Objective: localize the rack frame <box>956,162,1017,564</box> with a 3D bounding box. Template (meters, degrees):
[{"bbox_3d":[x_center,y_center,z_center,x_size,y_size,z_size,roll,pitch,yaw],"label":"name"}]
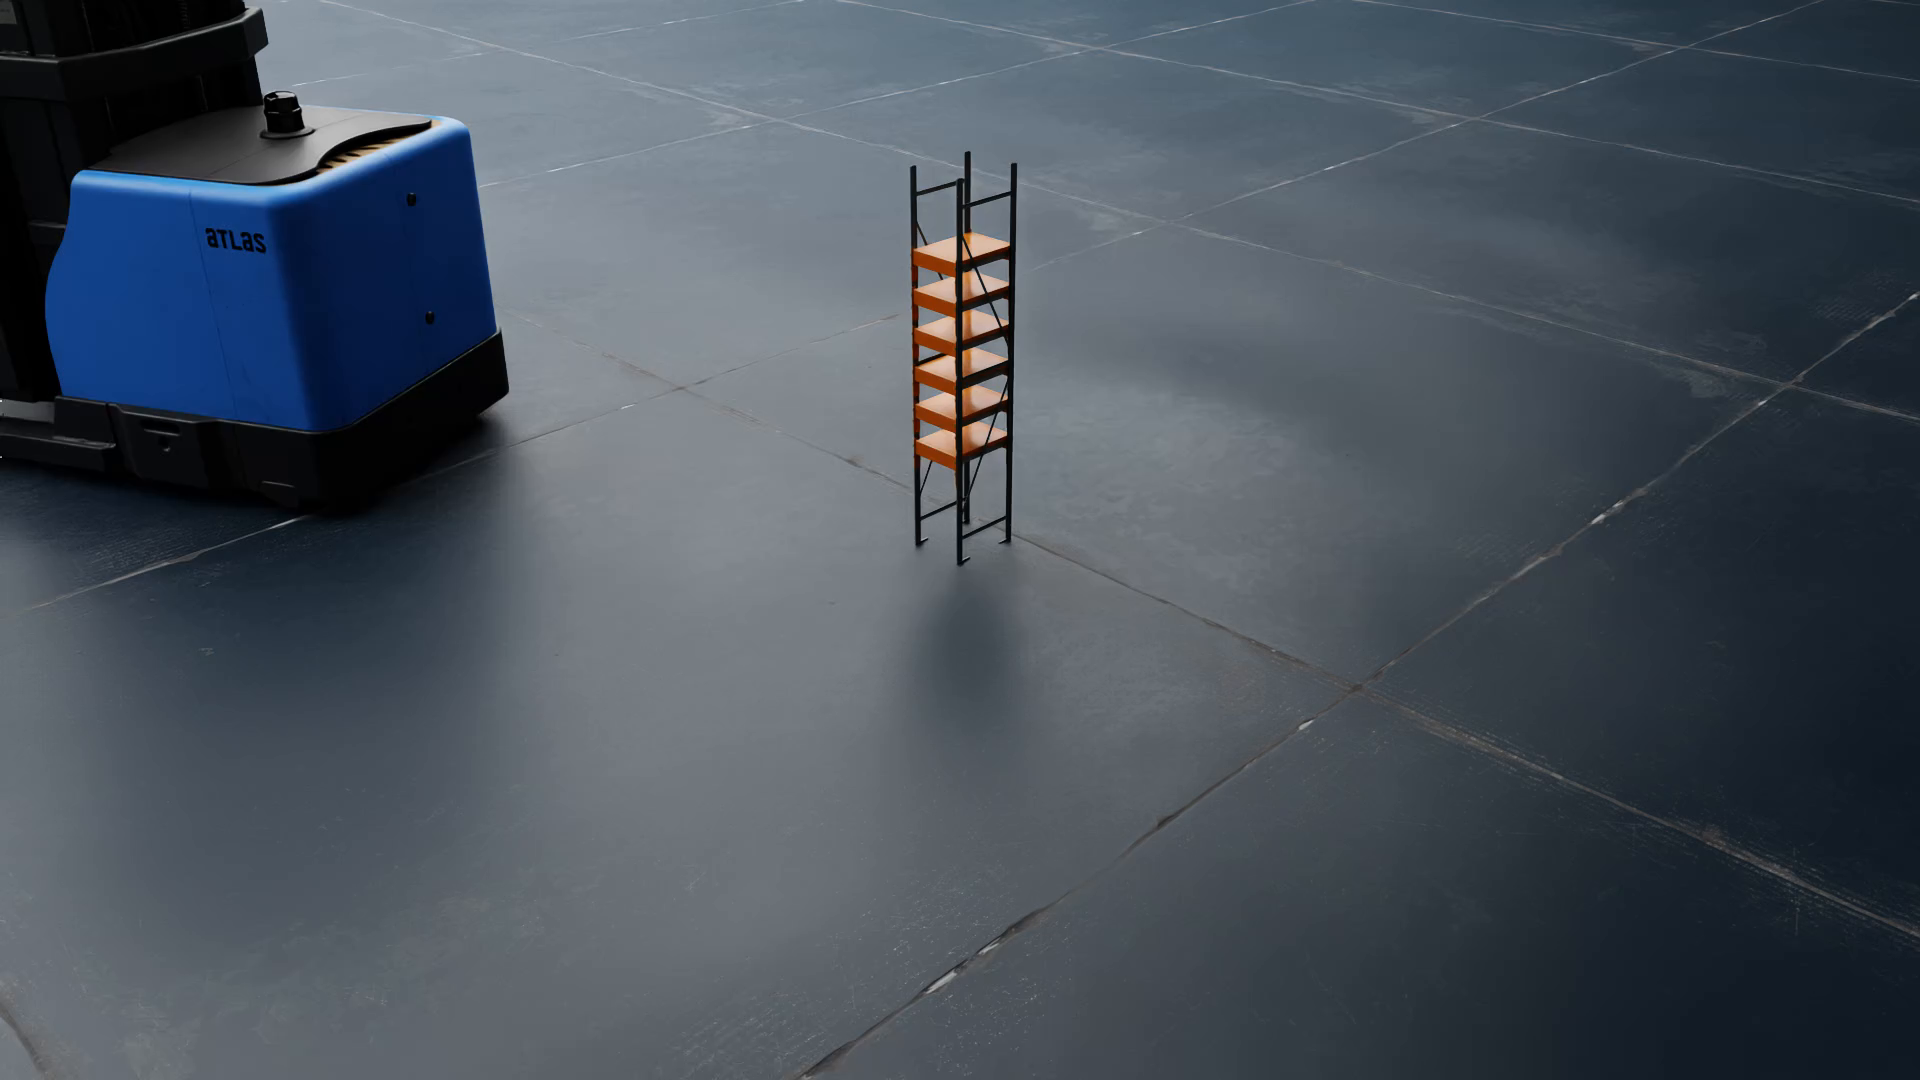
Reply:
[{"bbox_3d":[0.076,-0.496,4.905,0.006,1.200,0.240,25,36,38],"label":"rack frame"}]

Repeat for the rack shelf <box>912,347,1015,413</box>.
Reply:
[{"bbox_3d":[0.010,-0.487,4.982,0.180,0.103,0.258,25,36,38],"label":"rack shelf"}]

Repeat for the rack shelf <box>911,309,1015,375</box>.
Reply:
[{"bbox_3d":[0.010,-0.593,4.927,0.180,0.103,0.258,25,36,38],"label":"rack shelf"}]

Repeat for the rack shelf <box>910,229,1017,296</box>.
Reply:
[{"bbox_3d":[0.010,-0.806,4.815,0.180,0.103,0.258,25,36,38],"label":"rack shelf"}]

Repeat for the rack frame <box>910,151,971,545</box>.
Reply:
[{"bbox_3d":[-0.055,-0.556,5.019,0.006,1.200,0.240,25,36,38],"label":"rack frame"}]

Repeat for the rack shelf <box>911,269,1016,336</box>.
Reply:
[{"bbox_3d":[0.010,-0.699,4.871,0.180,0.103,0.258,25,36,38],"label":"rack shelf"}]

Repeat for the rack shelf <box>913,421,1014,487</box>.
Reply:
[{"bbox_3d":[0.010,-0.275,5.094,0.180,0.103,0.258,25,36,38],"label":"rack shelf"}]

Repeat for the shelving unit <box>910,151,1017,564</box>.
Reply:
[{"bbox_3d":[0.010,-0.526,4.962,0.189,1.200,0.258,25,36,38],"label":"shelving unit"}]

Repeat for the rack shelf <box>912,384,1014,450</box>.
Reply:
[{"bbox_3d":[0.010,-0.381,5.038,0.180,0.103,0.258,25,36,38],"label":"rack shelf"}]

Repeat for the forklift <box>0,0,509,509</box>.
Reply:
[{"bbox_3d":[-3.238,-1.789,5.502,3.031,2.935,1.130,8,29,16],"label":"forklift"}]
